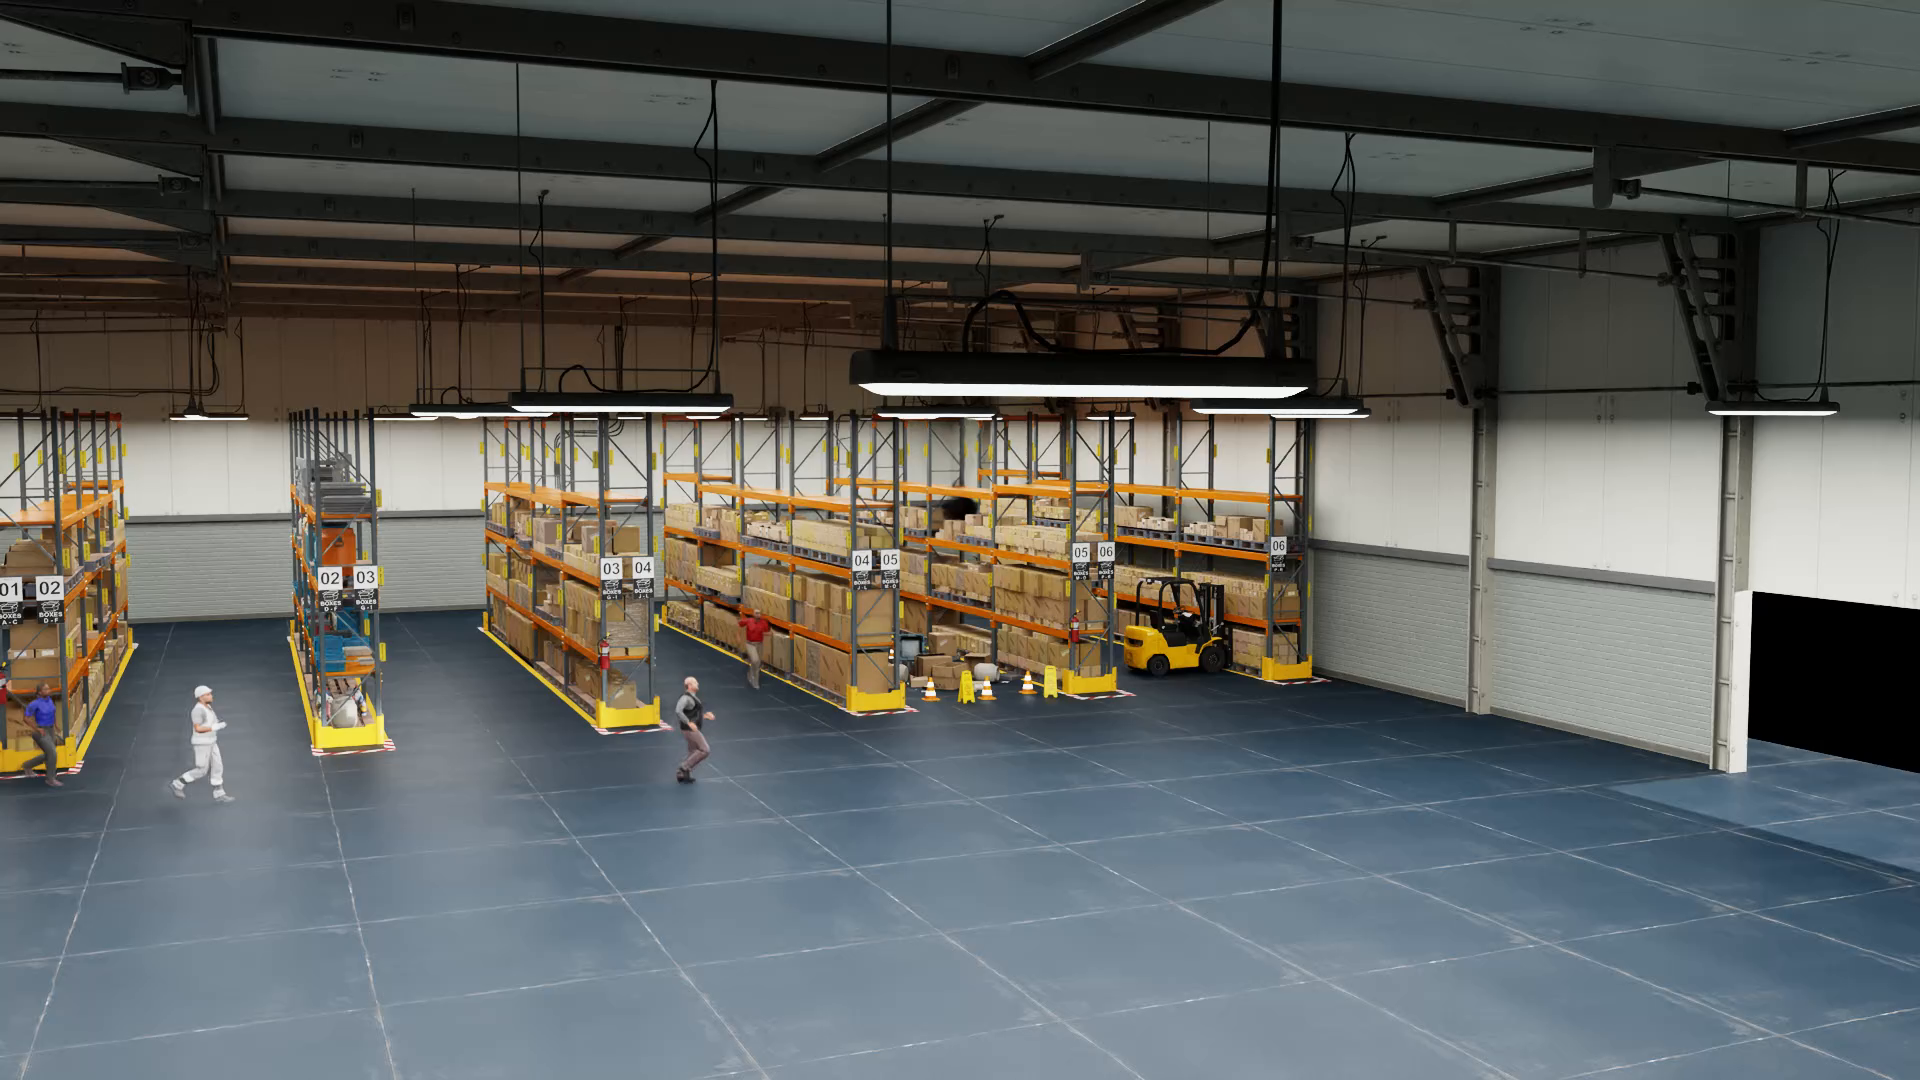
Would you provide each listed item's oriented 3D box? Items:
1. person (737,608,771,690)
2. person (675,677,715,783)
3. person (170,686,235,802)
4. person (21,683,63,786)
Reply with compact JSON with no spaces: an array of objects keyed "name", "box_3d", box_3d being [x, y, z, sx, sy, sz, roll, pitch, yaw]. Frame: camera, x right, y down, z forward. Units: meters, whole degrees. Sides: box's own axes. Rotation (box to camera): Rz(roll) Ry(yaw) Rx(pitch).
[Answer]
[{"name":"person","box_3d":[-4.461,2.354,36.092,0.686,1.773,0.873,-2,4,-26]},{"name":"person","box_3d":[-4.220,3.017,26.447,0.624,1.679,0.634,0,4,-2]},{"name":"person","box_3d":[-11.387,3.068,24.966,0.908,1.770,0.656,0,4,-6]},{"name":"person","box_3d":[-14.581,3.078,26.333,0.737,1.647,0.593,0,4,5]}]
